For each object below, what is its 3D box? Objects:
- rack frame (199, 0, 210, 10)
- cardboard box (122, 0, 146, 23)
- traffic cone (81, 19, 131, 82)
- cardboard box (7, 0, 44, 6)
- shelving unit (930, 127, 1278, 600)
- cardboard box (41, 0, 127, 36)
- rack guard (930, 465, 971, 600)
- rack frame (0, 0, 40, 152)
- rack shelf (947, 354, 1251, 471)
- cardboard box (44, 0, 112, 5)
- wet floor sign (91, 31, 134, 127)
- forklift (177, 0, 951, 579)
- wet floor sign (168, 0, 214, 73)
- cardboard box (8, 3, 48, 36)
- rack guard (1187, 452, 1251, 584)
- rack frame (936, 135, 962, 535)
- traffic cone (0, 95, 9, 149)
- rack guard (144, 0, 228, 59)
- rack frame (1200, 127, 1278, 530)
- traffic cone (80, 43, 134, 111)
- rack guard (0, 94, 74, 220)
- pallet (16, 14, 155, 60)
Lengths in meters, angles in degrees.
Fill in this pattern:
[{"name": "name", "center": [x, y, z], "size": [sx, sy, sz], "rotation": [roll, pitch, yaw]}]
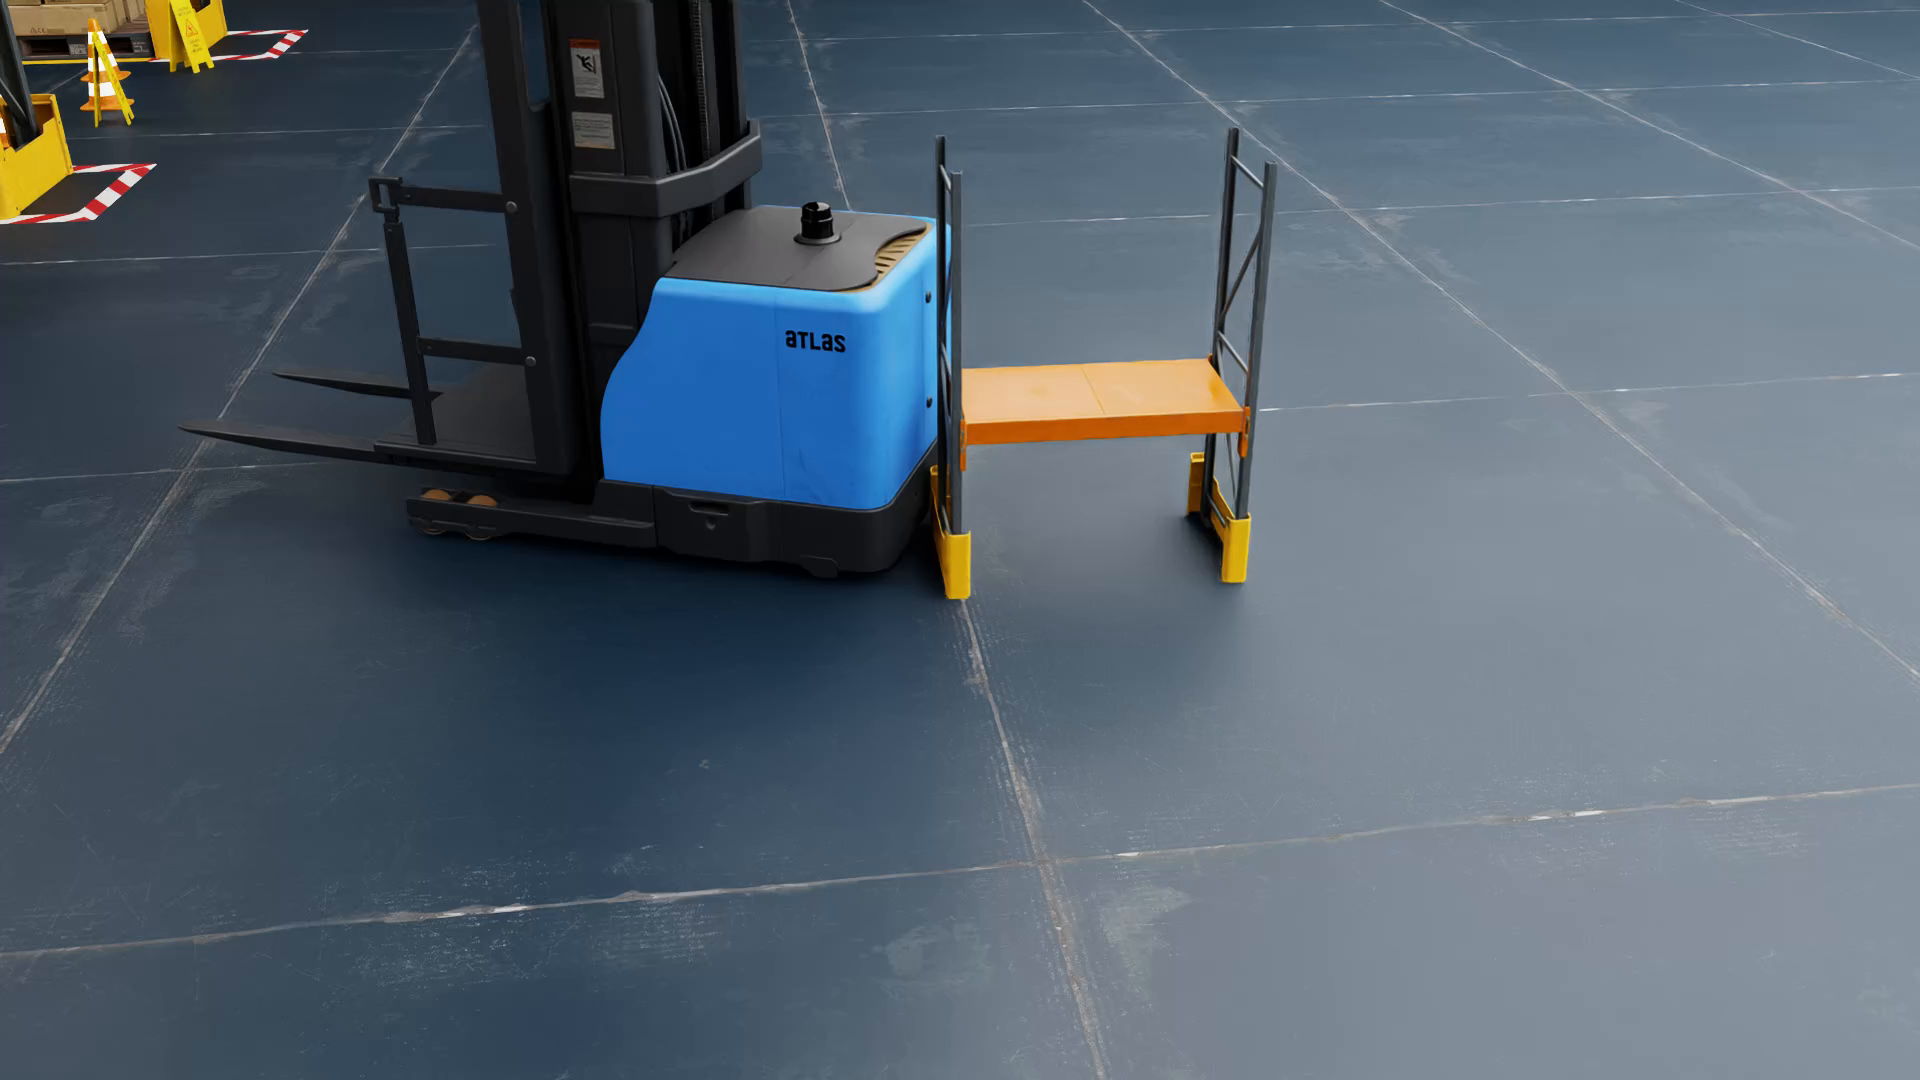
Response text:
[{"name": "rack frame", "center": [-6.767, -5.746, 14.163], "size": [0.127, 3.000, 1.000], "rotation": [-4, 27, -7]}, {"name": "cardboard box", "center": [-7.604, -4.783, 14.838], "size": [0.500, 0.250, 0.500], "rotation": [-4, 27, -8]}, {"name": "traffic cone", "center": [-7.013, -4.007, 13.552], "size": [0.334, 0.463, 0.336], "rotation": [-4, 27, -7]}, {"name": "cardboard box", "center": [-8.040, -4.840, 14.127], "size": [0.500, 0.500, 0.500], "rotation": [-3, 27, -5]}, {"name": "shelving unit", "center": [0.457, -0.619, 5.813], "size": [1.083, 1.500, 0.587], "rotation": [-3, 27, -6]}, {"name": "cardboard box", "center": [-7.554, -4.535, 14.354], "size": [0.500, 0.250, 0.500], "rotation": [-4, 27, -7]}, {"name": "rack guard", "center": [-0.037, -0.036, 6.046], "size": [0.087, 0.250, 0.587], "rotation": [-3, 27, -6]}, {"name": "rack frame", "center": [-5.977, -3.515, 9.814], "size": [0.127, 3.000, 1.000], "rotation": [-4, 27, -7]}, {"name": "rack shelf", "center": [0.466, -0.459, 5.896], "size": [1.000, 0.185, 0.538], "rotation": [-3, 27, -6]}, {"name": "cardboard box", "center": [-7.524, -4.874, 14.194], "size": [0.500, 0.500, 0.500], "rotation": [-4, 27, -7]}, {"name": "wet floor sign", "center": [-6.224, -3.364, 12.100], "size": [0.232, 0.644, 0.267], "rotation": [-8, 28, -16]}, {"name": "forklift", "center": [-1.584, -1.525, 6.012], "size": [3.031, 2.935, 1.130], "rotation": [7, 28, 13]}, {"name": "wet floor sign", "center": [-6.430, -4.227, 13.781], "size": [0.232, 0.644, 0.267], "rotation": [6, 28, 11]}, {"name": "cardboard box", "center": [-8.044, -4.507, 14.300], "size": [0.500, 0.250, 0.500], "rotation": [-4, 27, -7]}, {"name": "rack guard", "center": [0.952, -0.090, 6.151], "size": [0.087, 0.250, 0.587], "rotation": [-3, 27, -6]}, {"name": "rack frame", "center": [-0.038, -0.592, 5.760], "size": [0.032, 1.500, 0.500], "rotation": [-3, 27, -6]}, {"name": "traffic cone", "center": [-6.701, -2.994, 11.579], "size": [0.334, 0.463, 0.336], "rotation": [-4, 27, -7]}, {"name": "rack guard", "center": [-6.842, -4.629, 14.724], "size": [0.348, 0.500, 1.175], "rotation": [-4, 27, -7]}, {"name": "rack frame", "center": [0.971, -0.647, 5.868], "size": [0.032, 1.500, 0.500], "rotation": [-3, 27, -6]}, {"name": "traffic cone", "center": [-6.522, -3.527, 12.616], "size": [0.334, 0.463, 0.336], "rotation": [-4, 27, -7]}, {"name": "rack guard", "center": [-5.953, -2.404, 10.388], "size": [0.348, 0.500, 1.175], "rotation": [-4, 27, -7]}, {"name": "pallet", "center": [-7.652, -4.465, 14.720], "size": [1.213, 0.211, 1.003], "rotation": [-4, 27, -7]}]
